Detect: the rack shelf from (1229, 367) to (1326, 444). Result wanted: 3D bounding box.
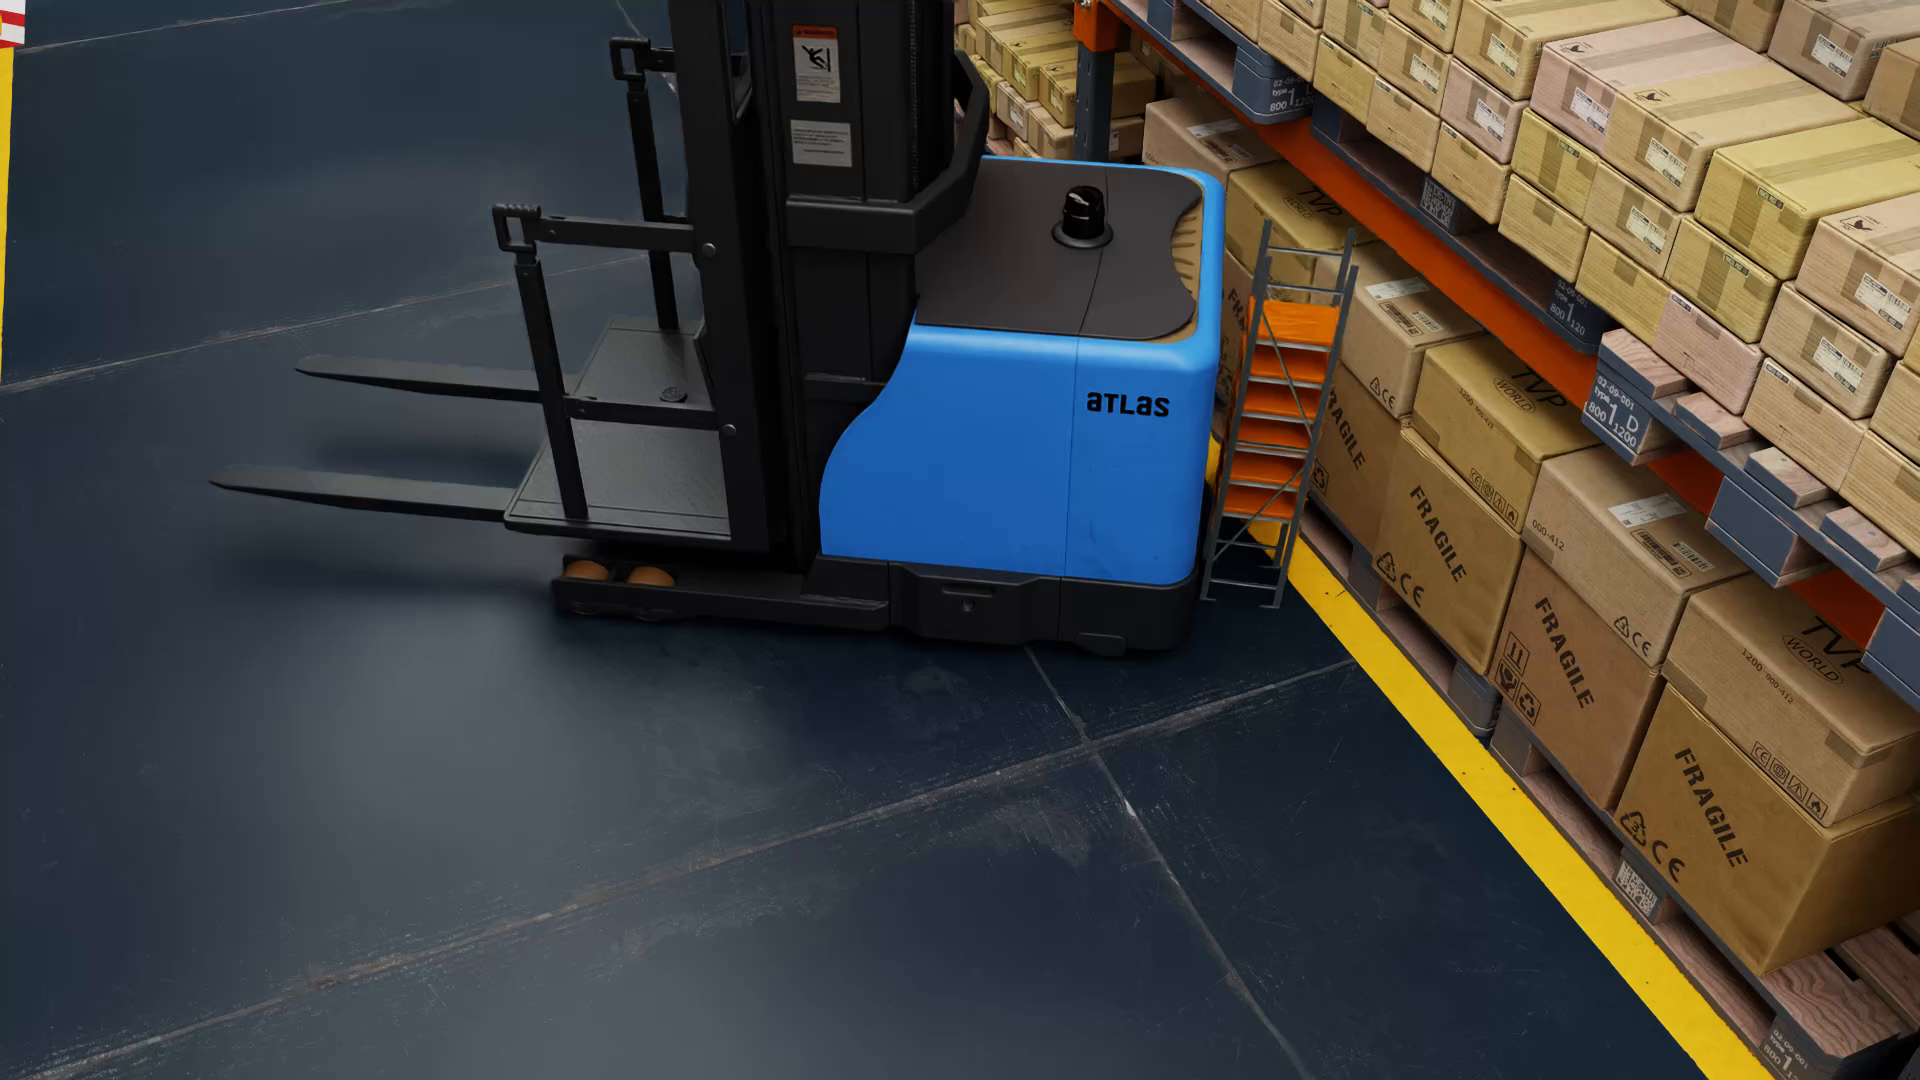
[{"bbox_3d":[0.884,-0.375,4.641,0.258,0.103,0.180,7,41,5],"label":"rack shelf"}]

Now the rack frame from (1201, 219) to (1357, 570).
[{"bbox_3d":[0.894,-0.377,4.759,0.240,1.200,0.006,7,41,5],"label":"rack frame"}]

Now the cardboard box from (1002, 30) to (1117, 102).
[{"bbox_3d":[0.389,-1.869,6.532,0.380,0.149,0.250,-15,43,-16],"label":"cardboard box"}]

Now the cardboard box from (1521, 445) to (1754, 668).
[{"bbox_3d":[1.723,-0.006,3.977,0.500,0.250,0.500,-15,43,-16],"label":"cardboard box"}]

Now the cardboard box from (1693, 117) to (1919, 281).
[{"bbox_3d":[1.625,-0.643,3.111,0.380,0.149,0.250,-14,43,-16],"label":"cardboard box"}]

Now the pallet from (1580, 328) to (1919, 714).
[{"bbox_3d":[2.059,-0.193,3.320,1.213,0.211,1.003,-15,43,-17],"label":"pallet"}]

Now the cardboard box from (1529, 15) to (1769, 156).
[{"bbox_3d":[1.432,-0.949,3.468,0.380,0.149,0.250,-15,43,-17],"label":"cardboard box"}]

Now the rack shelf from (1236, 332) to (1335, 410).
[{"bbox_3d":[0.889,-0.465,4.562,0.258,0.103,0.180,7,41,5],"label":"rack shelf"}]

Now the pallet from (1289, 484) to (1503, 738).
[{"bbox_3d":[1.669,-0.010,5.100,1.003,0.211,1.213,-15,43,-17],"label":"pallet"}]

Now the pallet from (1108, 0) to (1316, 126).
[{"bbox_3d":[1.058,-1.703,5.077,1.003,0.211,1.213,-15,43,-17],"label":"pallet"}]

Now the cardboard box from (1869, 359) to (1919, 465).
[{"bbox_3d":[1.820,-0.223,2.852,0.380,0.149,0.250,-14,43,-16],"label":"cardboard box"}]

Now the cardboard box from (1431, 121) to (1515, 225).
[{"bbox_3d":[1.331,-0.883,3.847,0.380,0.149,0.250,-14,43,-16],"label":"cardboard box"}]

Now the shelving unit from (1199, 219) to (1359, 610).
[{"bbox_3d":[0.881,-0.318,4.690,0.258,1.200,0.189,7,41,5],"label":"shelving unit"}]

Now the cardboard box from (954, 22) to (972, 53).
[{"bbox_3d":[0.131,-2.215,7.161,0.380,0.149,0.250,-14,43,-16],"label":"cardboard box"}]

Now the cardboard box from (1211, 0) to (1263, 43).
[{"bbox_3d":[0.924,-1.515,4.582,0.380,0.149,0.250,-15,43,-16],"label":"cardboard box"}]

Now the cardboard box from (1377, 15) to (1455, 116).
[{"bbox_3d":[1.226,-1.155,3.935,0.380,0.149,0.250,-16,43,-18],"label":"cardboard box"}]

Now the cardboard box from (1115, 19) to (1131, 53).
[{"bbox_3d":[0.766,-2.156,6.865,0.380,0.149,0.250,-16,43,-17],"label":"cardboard box"}]

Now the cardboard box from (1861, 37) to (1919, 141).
[{"bbox_3d":[2.136,-0.949,3.467,0.380,0.149,0.250,-17,43,-19],"label":"cardboard box"}]

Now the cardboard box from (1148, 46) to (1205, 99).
[{"bbox_3d":[0.959,-1.835,6.492,0.380,0.149,0.250,-13,42,-15],"label":"cardboard box"}]

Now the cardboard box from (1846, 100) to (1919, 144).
[{"bbox_3d":[2.123,-0.855,3.586,0.380,0.149,0.250,-15,43,-17],"label":"cardboard box"}]

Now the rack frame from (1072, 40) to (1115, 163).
[{"bbox_3d":[0.900,-2.272,5.592,1.000,3.000,0.127,-15,43,-17],"label":"rack frame"}]

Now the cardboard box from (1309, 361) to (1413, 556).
[{"bbox_3d":[1.354,-0.342,4.942,0.500,0.500,0.500,-14,43,-16],"label":"cardboard box"}]

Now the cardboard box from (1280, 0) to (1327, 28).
[{"bbox_3d":[1.031,-1.467,4.298,0.380,0.149,0.250,-13,42,-15],"label":"cardboard box"}]

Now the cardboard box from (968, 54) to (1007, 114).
[{"bbox_3d":[0.252,-1.891,6.784,0.380,0.149,0.250,-17,43,-18],"label":"cardboard box"}]

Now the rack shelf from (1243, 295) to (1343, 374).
[{"bbox_3d":[0.895,-0.555,4.483,0.258,0.103,0.180,7,41,5],"label":"rack shelf"}]

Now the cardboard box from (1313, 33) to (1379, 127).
[{"bbox_3d":[1.130,-1.199,4.214,0.380,0.149,0.250,-16,43,-18],"label":"cardboard box"}]

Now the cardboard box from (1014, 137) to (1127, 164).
[{"bbox_3d":[0.435,-1.502,6.560,0.380,0.149,0.250,-15,43,-16],"label":"cardboard box"}]

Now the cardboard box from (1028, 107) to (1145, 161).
[{"bbox_3d":[0.485,-1.574,6.416,0.380,0.149,0.250,-14,43,-16],"label":"cardboard box"}]

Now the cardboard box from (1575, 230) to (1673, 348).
[{"bbox_3d":[1.533,-0.565,3.477,0.380,0.149,0.250,-16,43,-17],"label":"cardboard box"}]

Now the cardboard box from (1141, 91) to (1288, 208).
[{"bbox_3d":[0.938,-1.257,5.431,0.500,0.250,0.500,-17,44,-19],"label":"cardboard box"}]

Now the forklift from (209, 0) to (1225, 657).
[{"bbox_3d":[-0.772,-1.205,4.403,3.031,2.935,1.130,5,41,6],"label":"forklift"}]

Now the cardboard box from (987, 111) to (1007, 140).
[{"bbox_3d":[0.252,-1.822,6.933,0.380,0.149,0.250,-16,43,-18],"label":"cardboard box"}]

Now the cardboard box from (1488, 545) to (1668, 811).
[{"bbox_3d":[1.742,0.281,4.218,0.500,0.500,0.500,-13,42,-15],"label":"cardboard box"}]

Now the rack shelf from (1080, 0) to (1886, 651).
[{"bbox_3d":[1.665,-0.795,4.425,1.077,0.370,4.000,-15,43,-17],"label":"rack shelf"}]

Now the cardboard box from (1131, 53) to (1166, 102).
[{"bbox_3d":[0.877,-1.891,6.785,0.380,0.149,0.250,-15,43,-17],"label":"cardboard box"}]

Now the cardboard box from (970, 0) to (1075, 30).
[{"bbox_3d":[0.259,-2.193,6.908,0.380,0.149,0.250,-14,43,-15],"label":"cardboard box"}]

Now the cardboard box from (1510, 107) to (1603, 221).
[{"bbox_3d":[1.425,-0.843,3.572,0.380,0.149,0.250,-15,43,-17],"label":"cardboard box"}]

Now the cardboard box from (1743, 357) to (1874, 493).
[{"bbox_3d":[1.723,-0.259,3.121,0.380,0.149,0.250,-15,43,-17],"label":"cardboard box"}]

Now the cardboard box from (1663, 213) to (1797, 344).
[{"bbox_3d":[1.614,-0.542,3.222,0.380,0.149,0.250,-14,43,-16],"label":"cardboard box"}]

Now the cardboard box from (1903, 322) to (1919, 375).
[{"bbox_3d":[1.819,-0.333,2.751,0.380,0.149,0.250,-17,43,-19],"label":"cardboard box"}]

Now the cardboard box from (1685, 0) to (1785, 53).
[{"bbox_3d":[1.928,-1.270,3.841,0.380,0.149,0.250,-14,43,-16],"label":"cardboard box"}]

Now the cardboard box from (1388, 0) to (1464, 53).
[{"bbox_3d":[1.227,-1.269,3.840,0.380,0.149,0.250,-14,43,-16],"label":"cardboard box"}]

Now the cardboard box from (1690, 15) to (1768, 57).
[{"bbox_3d":[1.937,-1.156,3.936,0.380,0.149,0.250,-15,43,-17],"label":"cardboard box"}]

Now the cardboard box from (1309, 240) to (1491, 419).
[{"bbox_3d":[1.335,-0.628,4.700,0.500,0.250,0.500,-14,43,-15],"label":"cardboard box"}]
